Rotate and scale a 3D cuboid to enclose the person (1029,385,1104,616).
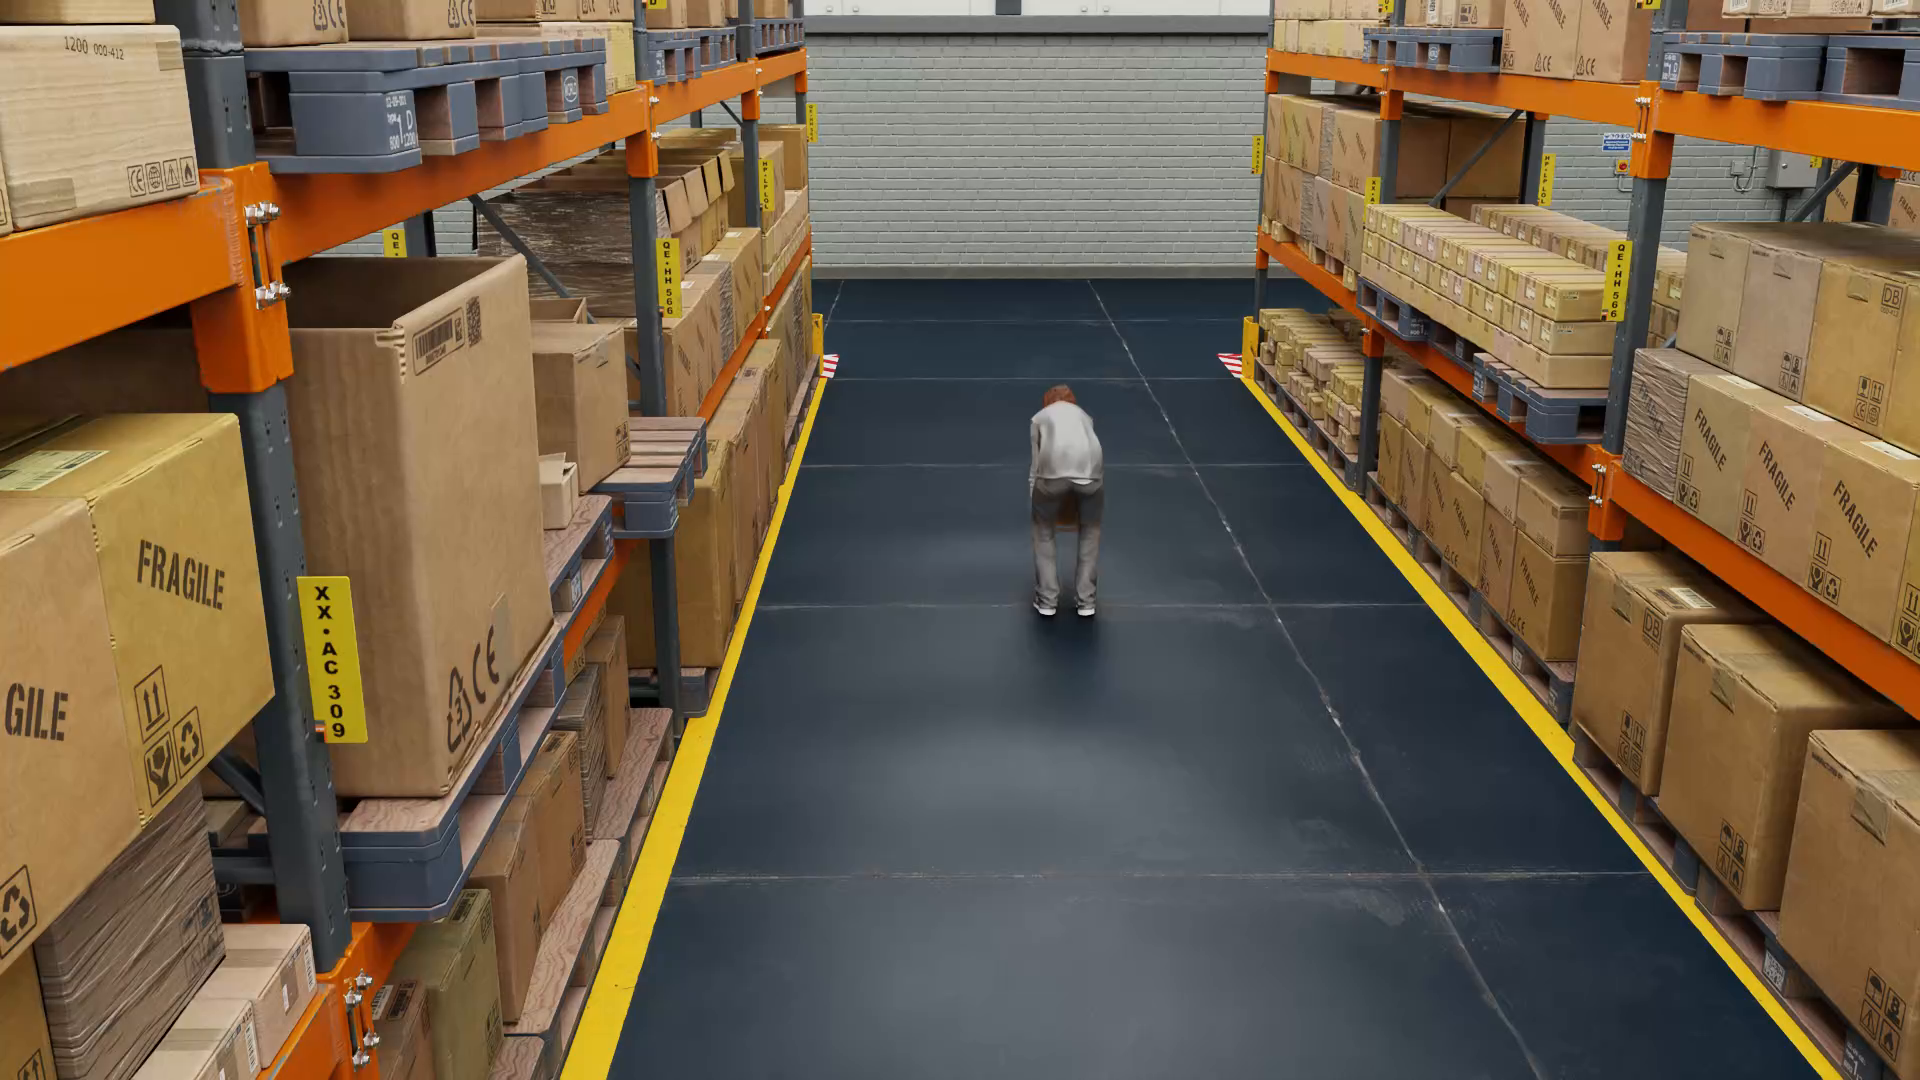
[{"bbox_3d":[0.564,-0.218,9.031,0.385,1.139,0.848,-1,17,-2],"label":"person"}]
